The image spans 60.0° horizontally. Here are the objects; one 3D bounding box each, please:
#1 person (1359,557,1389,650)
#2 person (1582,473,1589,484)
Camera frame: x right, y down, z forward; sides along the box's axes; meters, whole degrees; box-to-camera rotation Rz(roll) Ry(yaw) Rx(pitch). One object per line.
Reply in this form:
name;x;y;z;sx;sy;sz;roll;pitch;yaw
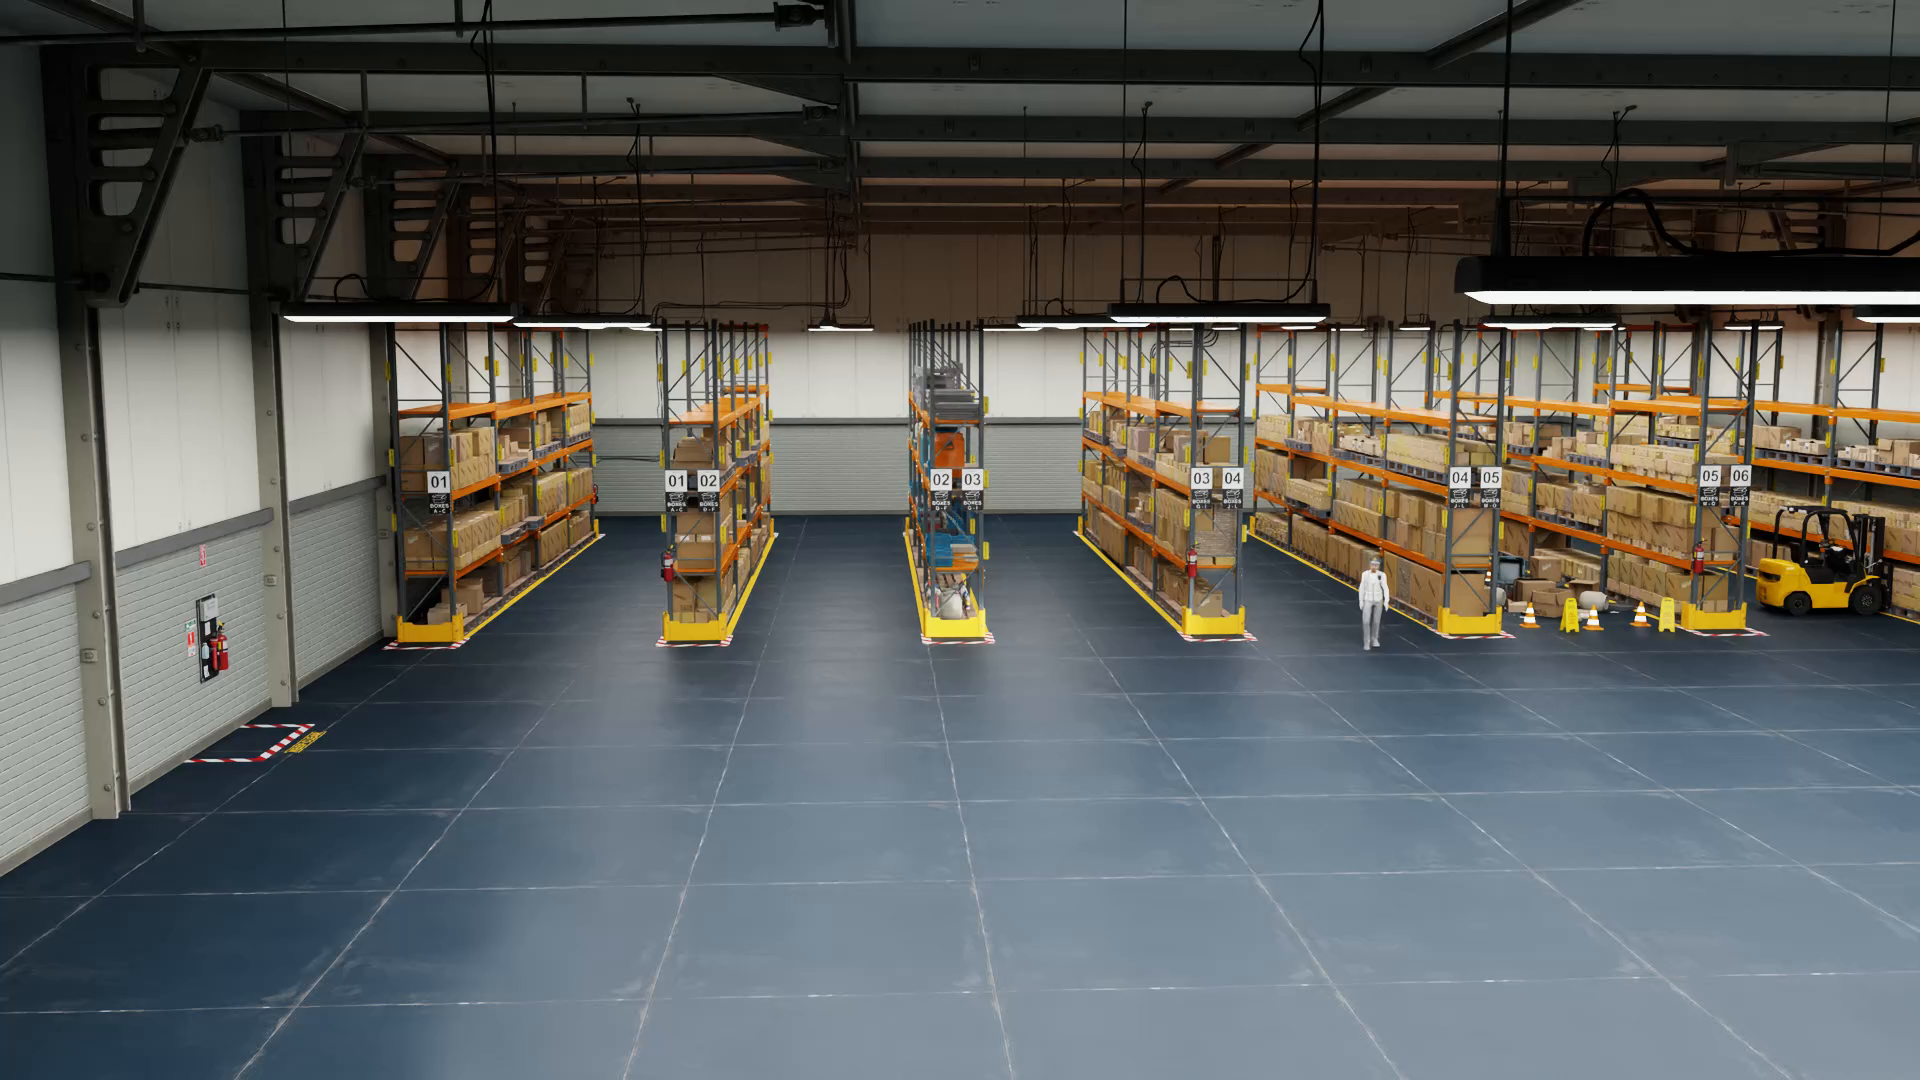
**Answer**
person;7.567;1.168;30.398;0.537;1.735;0.515;2;7;15
person;18.811;-1.282;49.666;1.019;1.755;0.532;0;7;0
